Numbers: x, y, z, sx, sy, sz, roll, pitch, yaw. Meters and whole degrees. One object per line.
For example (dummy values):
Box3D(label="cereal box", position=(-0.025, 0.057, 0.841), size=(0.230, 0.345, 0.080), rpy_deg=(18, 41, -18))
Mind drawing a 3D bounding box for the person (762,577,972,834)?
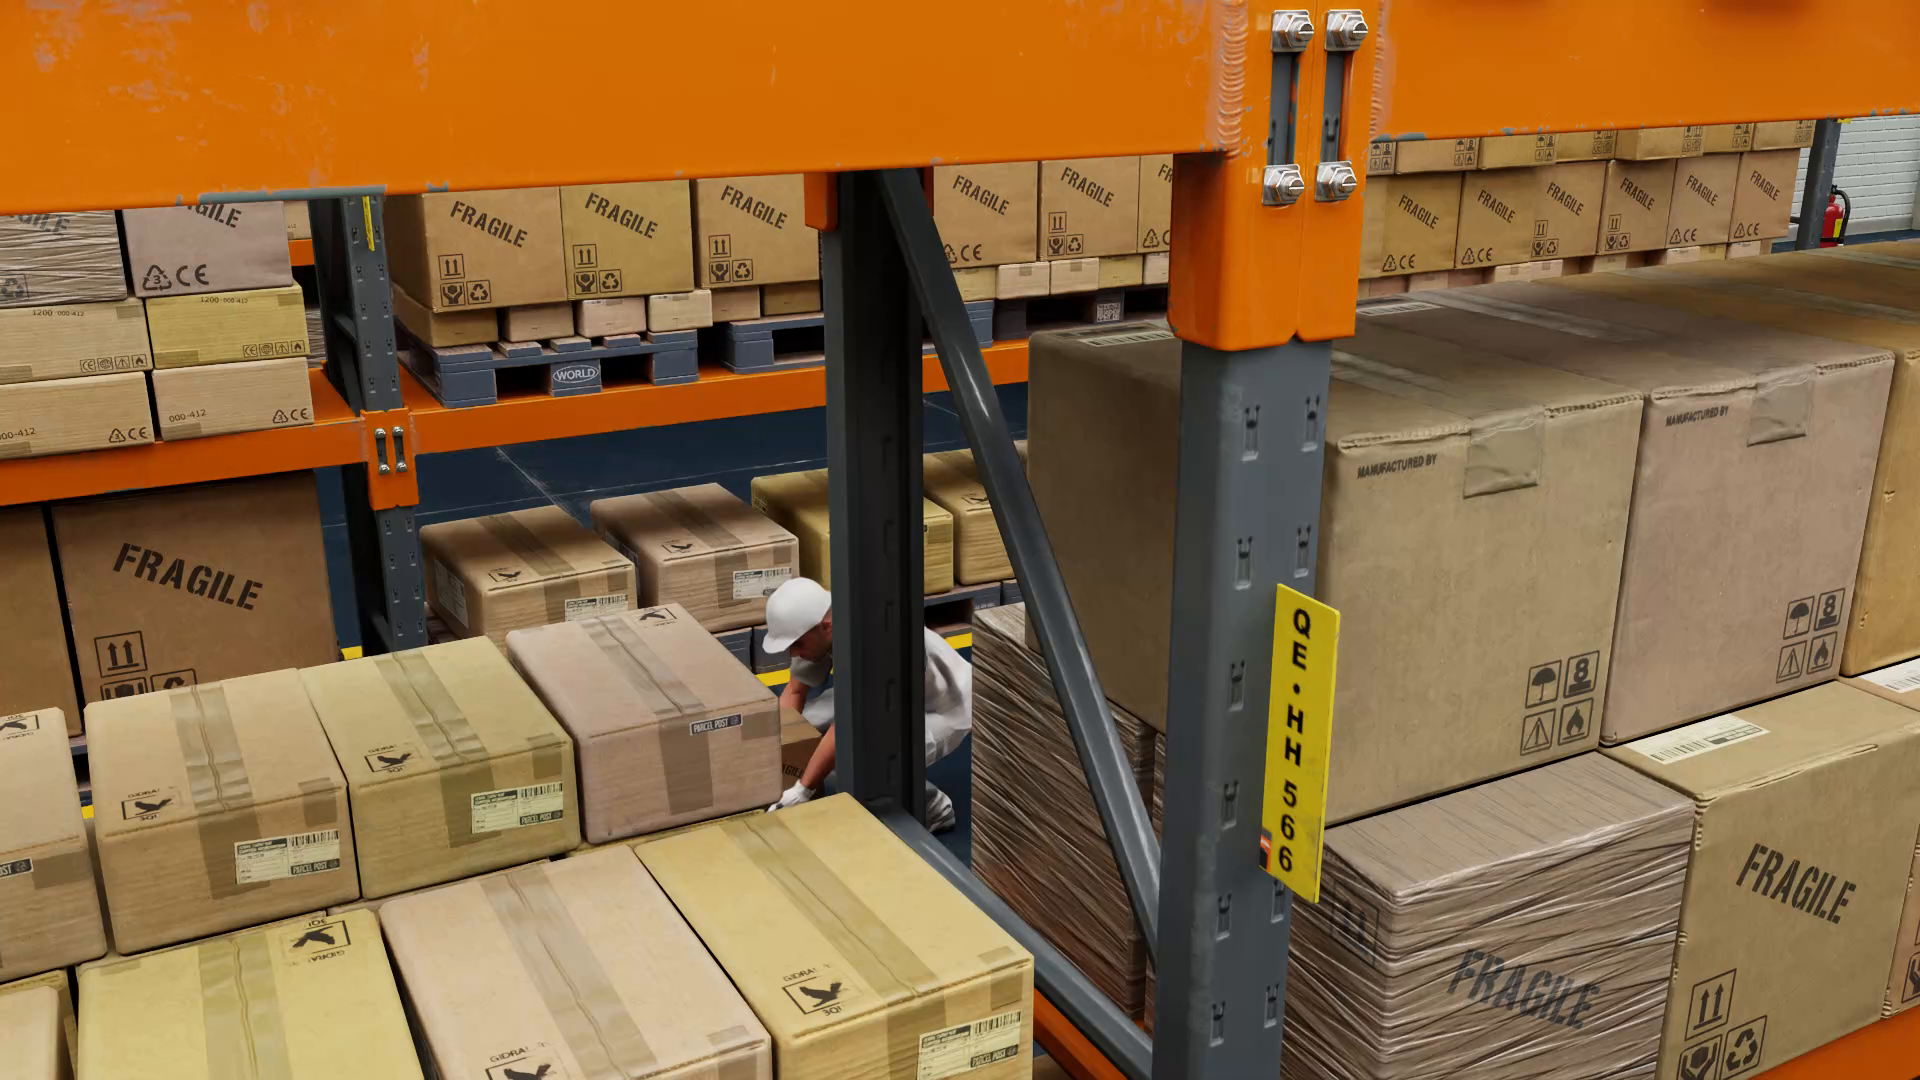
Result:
Box3D(label="person", position=(-0.320, 0.546, 5.655), size=(0.870, 0.990, 0.549), rpy_deg=(-10, 21, -27))
